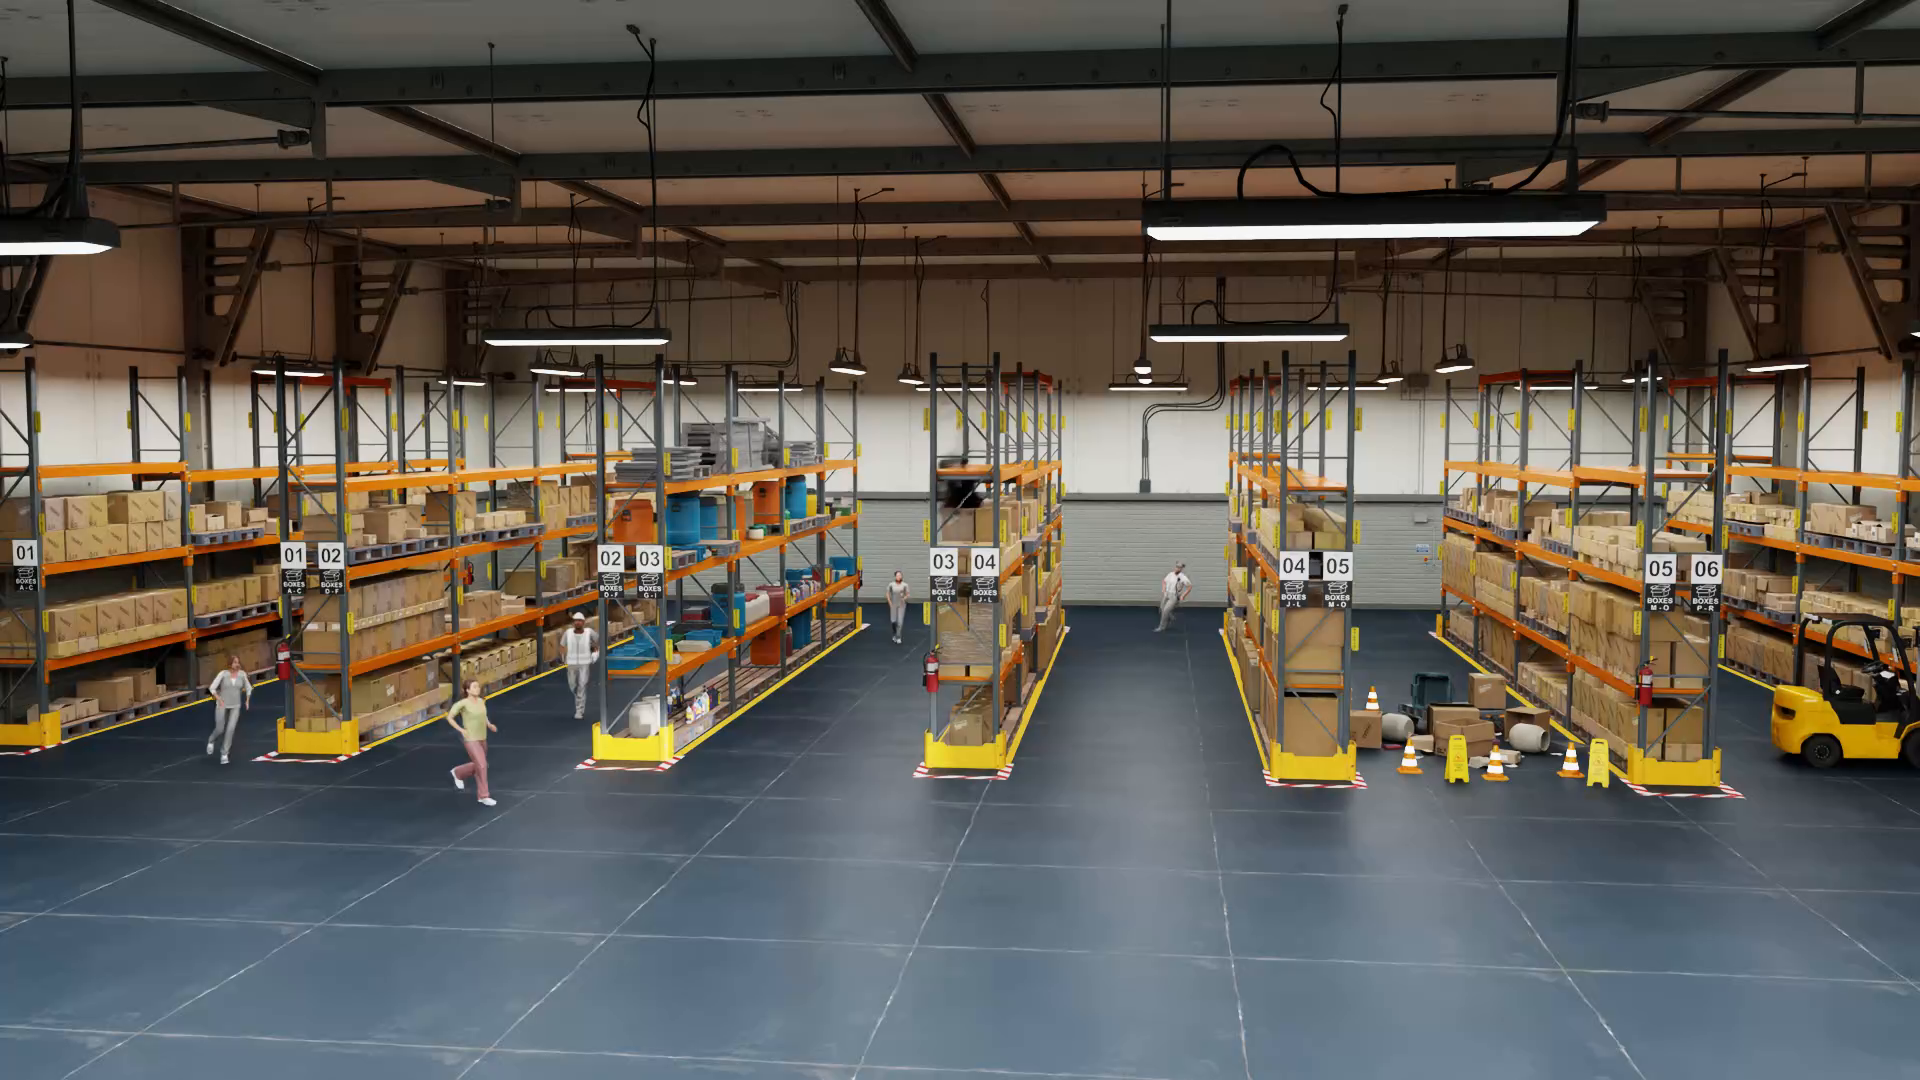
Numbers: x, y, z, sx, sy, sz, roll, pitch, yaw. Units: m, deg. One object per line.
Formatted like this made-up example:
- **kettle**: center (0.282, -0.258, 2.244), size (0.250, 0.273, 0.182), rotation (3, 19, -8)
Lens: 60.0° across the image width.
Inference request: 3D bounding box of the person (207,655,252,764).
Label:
- **person**: center (-10.822, 2.482, 24.682), size (0.609, 1.564, 0.699), rotation (-3, 5, -36)

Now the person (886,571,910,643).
- **person**: center (-1.412, 1.519, 37.635), size (0.545, 1.643, 0.514), rotation (0, 4, -1)

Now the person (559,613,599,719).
- **person**: center (-6.494, 2.126, 28.423), size (0.694, 1.780, 0.841), rotation (0, 4, -5)

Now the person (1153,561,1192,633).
- **person**: center (5.026, 1.359, 39.493), size (0.812, 1.705, 0.727), rotation (-3, 5, -38)

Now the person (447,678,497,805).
- **person**: center (-6.417, 2.601, 21.884), size (0.748, 1.576, 0.579), rotation (2, 5, 28)
